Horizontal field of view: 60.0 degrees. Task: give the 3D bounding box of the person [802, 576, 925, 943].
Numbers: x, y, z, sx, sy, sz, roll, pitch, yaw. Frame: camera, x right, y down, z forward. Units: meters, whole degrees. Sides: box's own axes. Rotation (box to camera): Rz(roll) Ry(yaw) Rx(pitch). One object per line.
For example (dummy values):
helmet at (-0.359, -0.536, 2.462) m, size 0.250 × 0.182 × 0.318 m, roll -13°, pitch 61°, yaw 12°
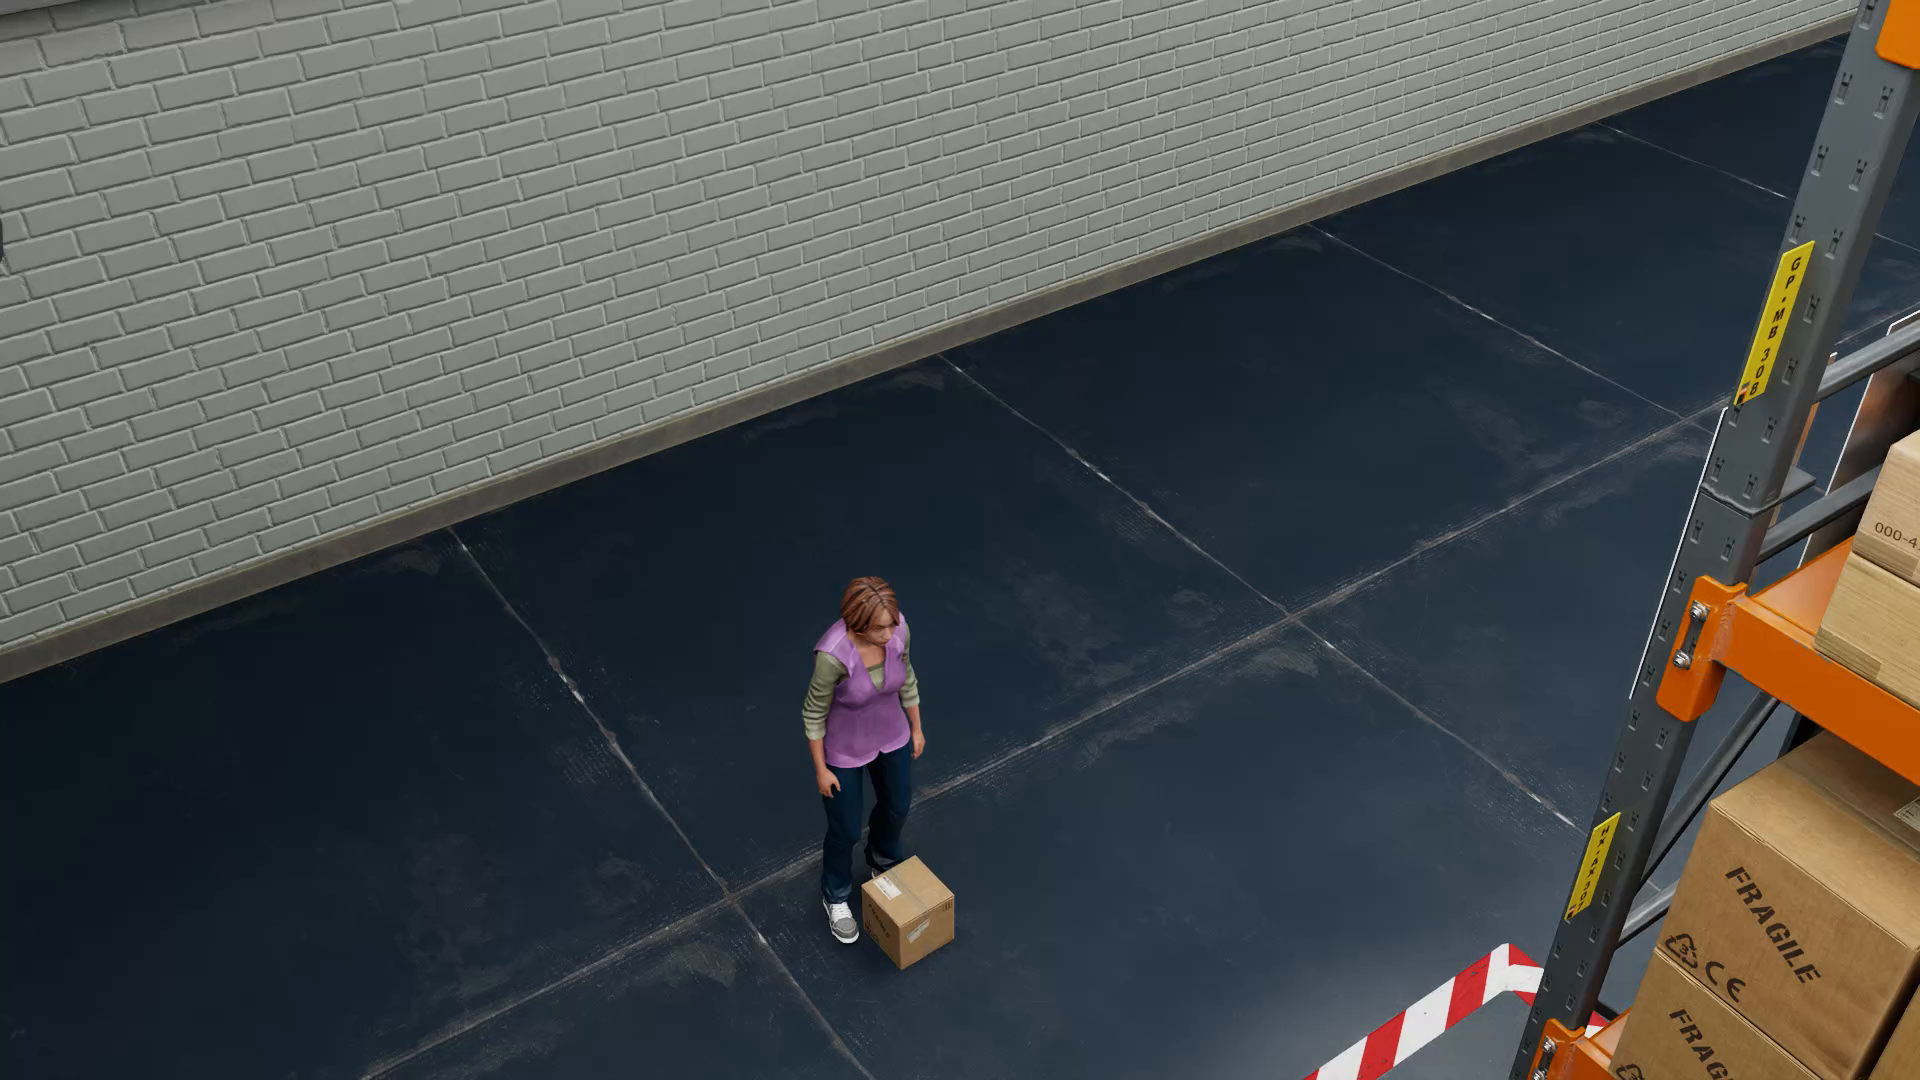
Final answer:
person at (-0.340, 0.752, 6.006) m, size 0.461 × 1.593 × 0.343 m, roll -23°, pitch 42°, yaw -27°
